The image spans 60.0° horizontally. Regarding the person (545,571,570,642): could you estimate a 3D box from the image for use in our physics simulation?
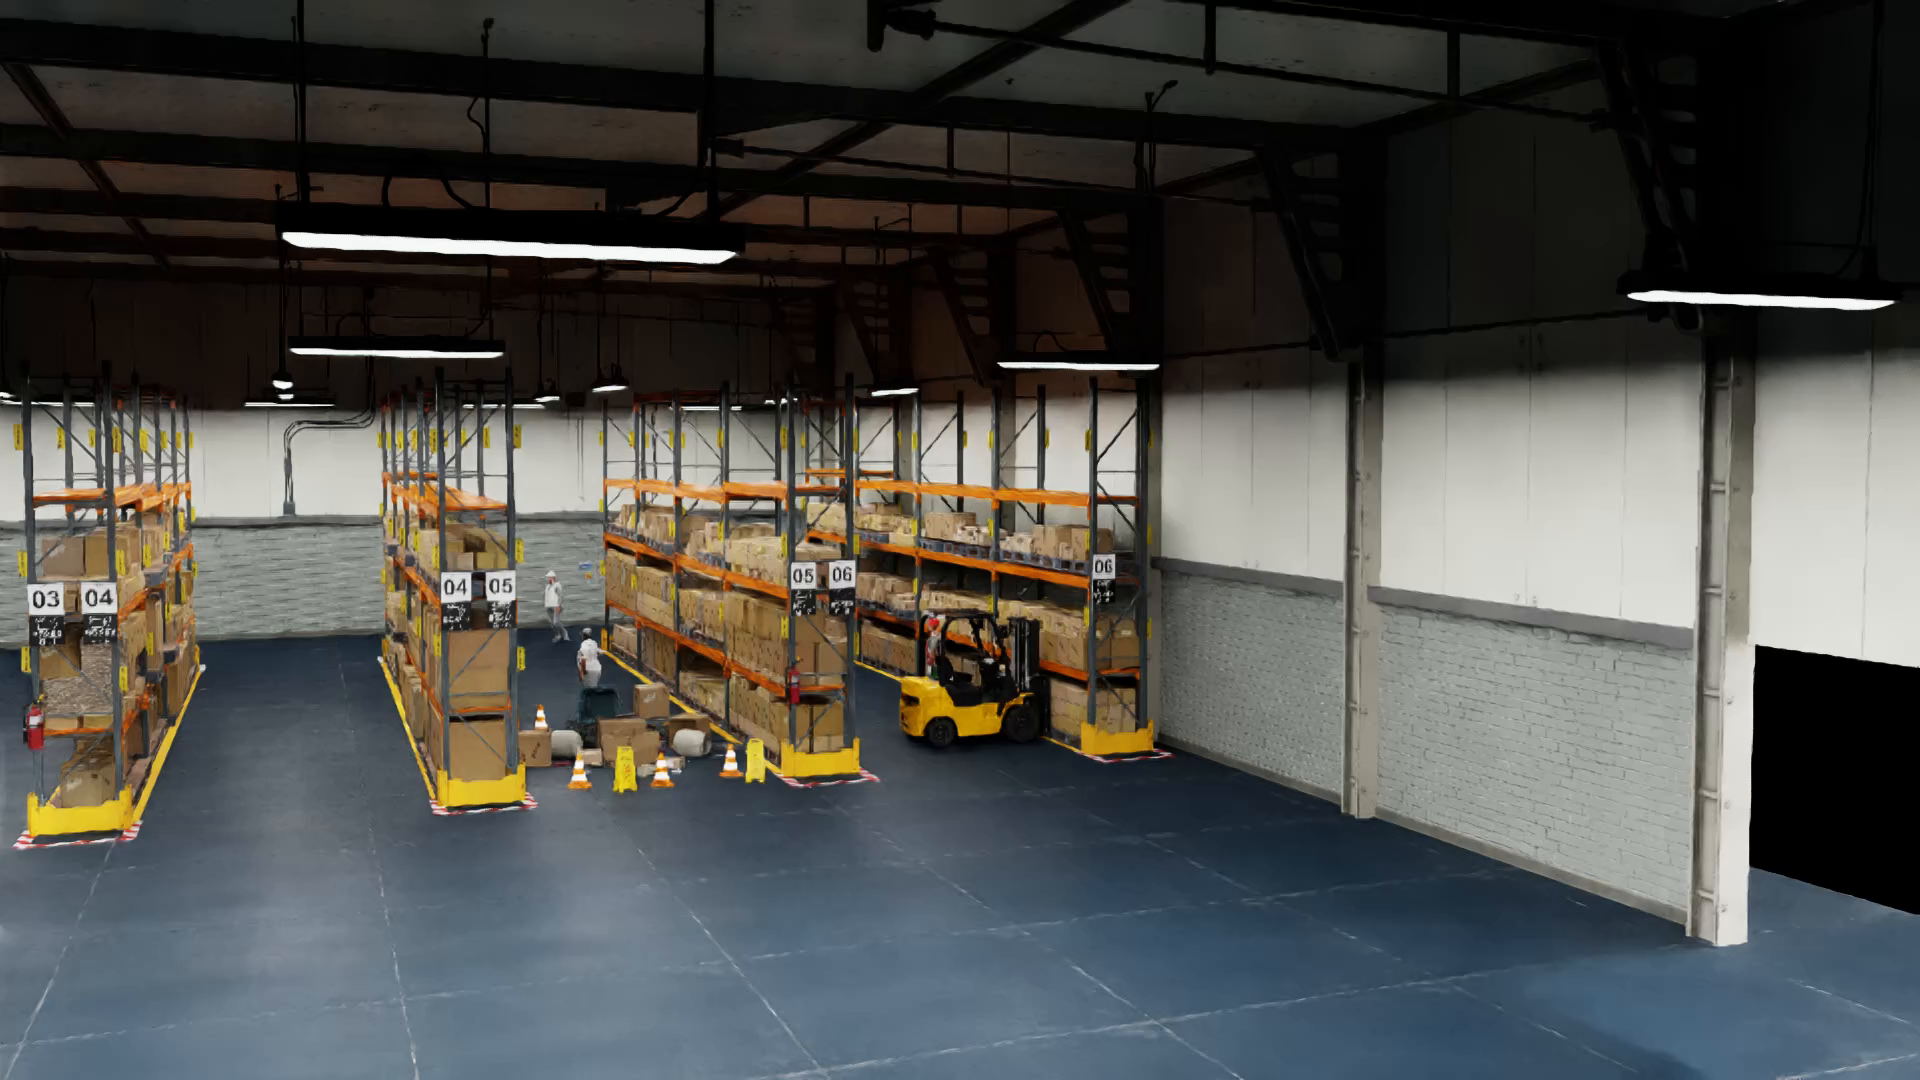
[{"bbox_3d":[-9.988,1.637,41.135,0.690,1.762,0.459,2,4,35],"label":"person"}]

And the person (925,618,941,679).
[{"bbox_3d":[-0.509,2.281,30.128,0.577,1.785,0.655,0,3,3],"label":"person"}]

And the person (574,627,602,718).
[{"bbox_3d":[-6.635,2.381,29.600,0.556,1.659,0.598,0,3,8],"label":"person"}]
